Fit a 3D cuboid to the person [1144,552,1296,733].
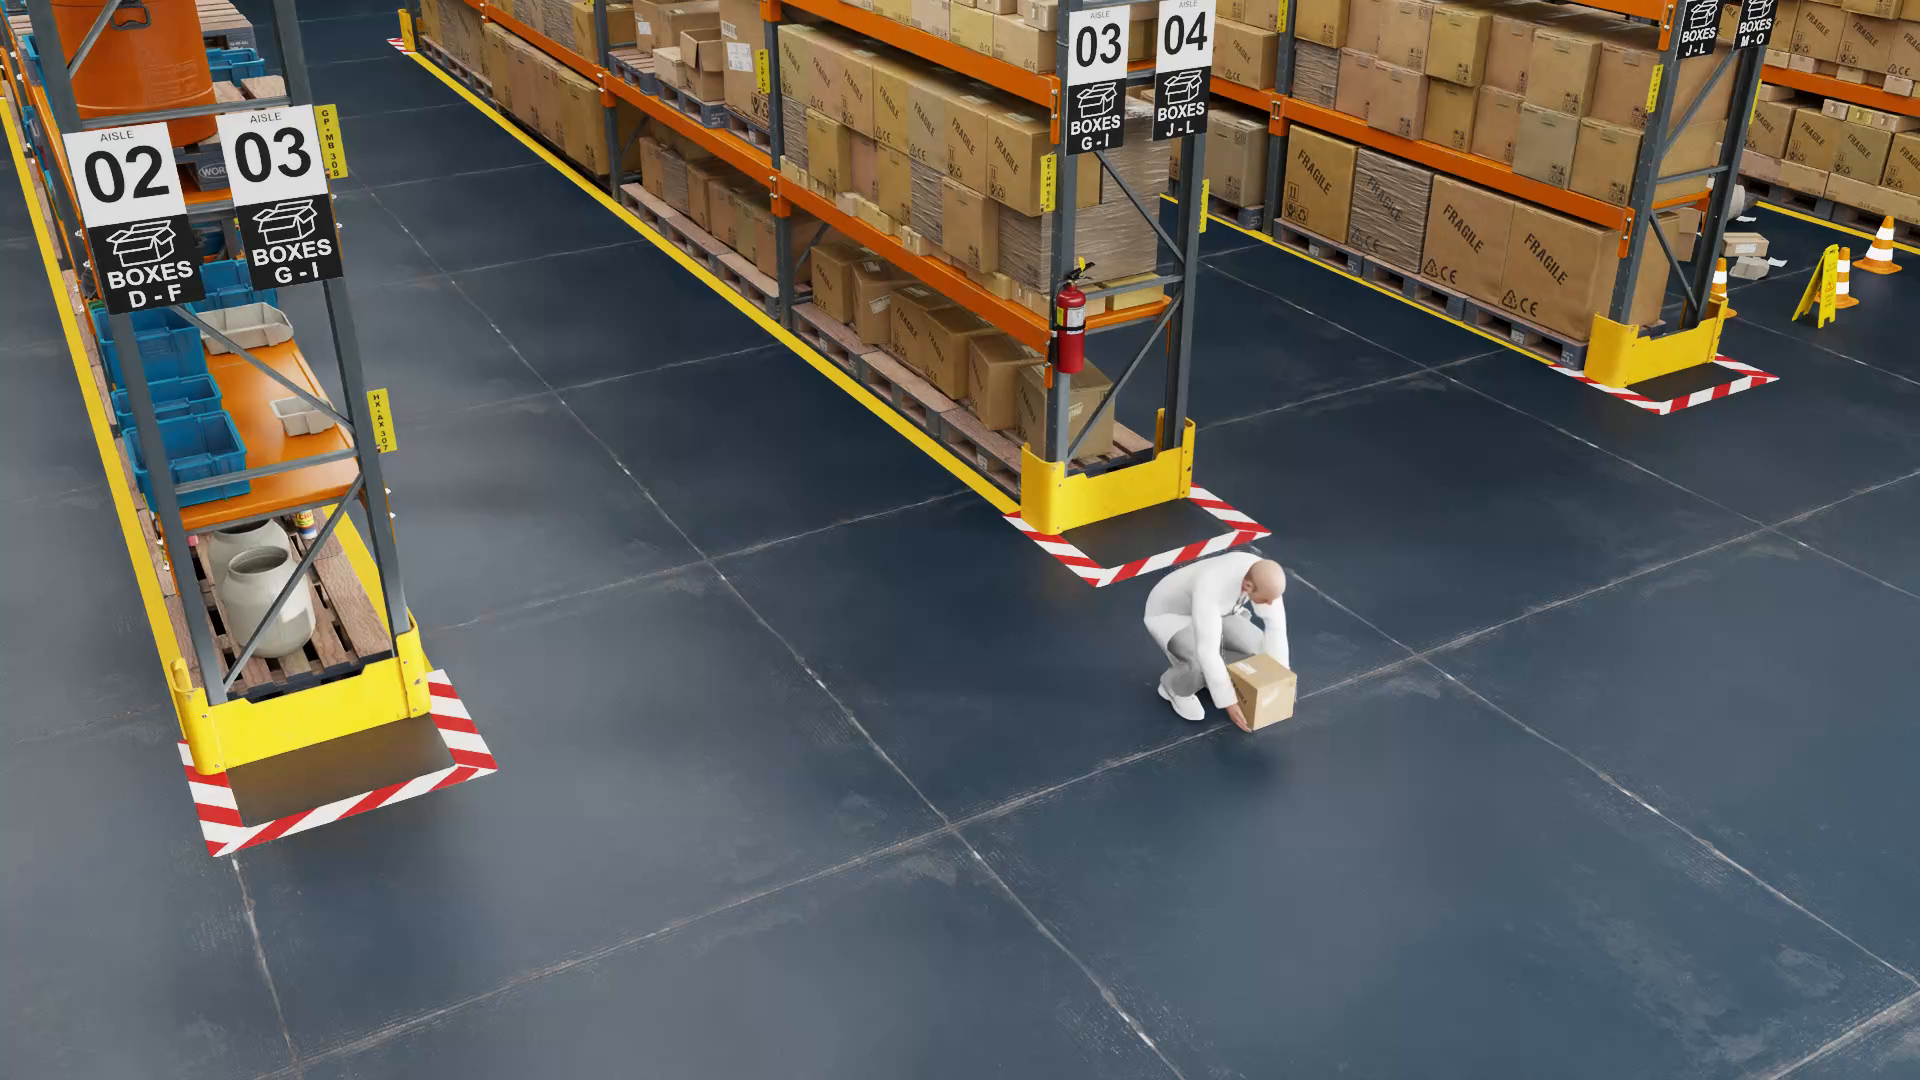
[{"bbox_3d":[1.341,0.459,8.580,0.607,0.981,0.912,-16,32,-26],"label":"person"}]
